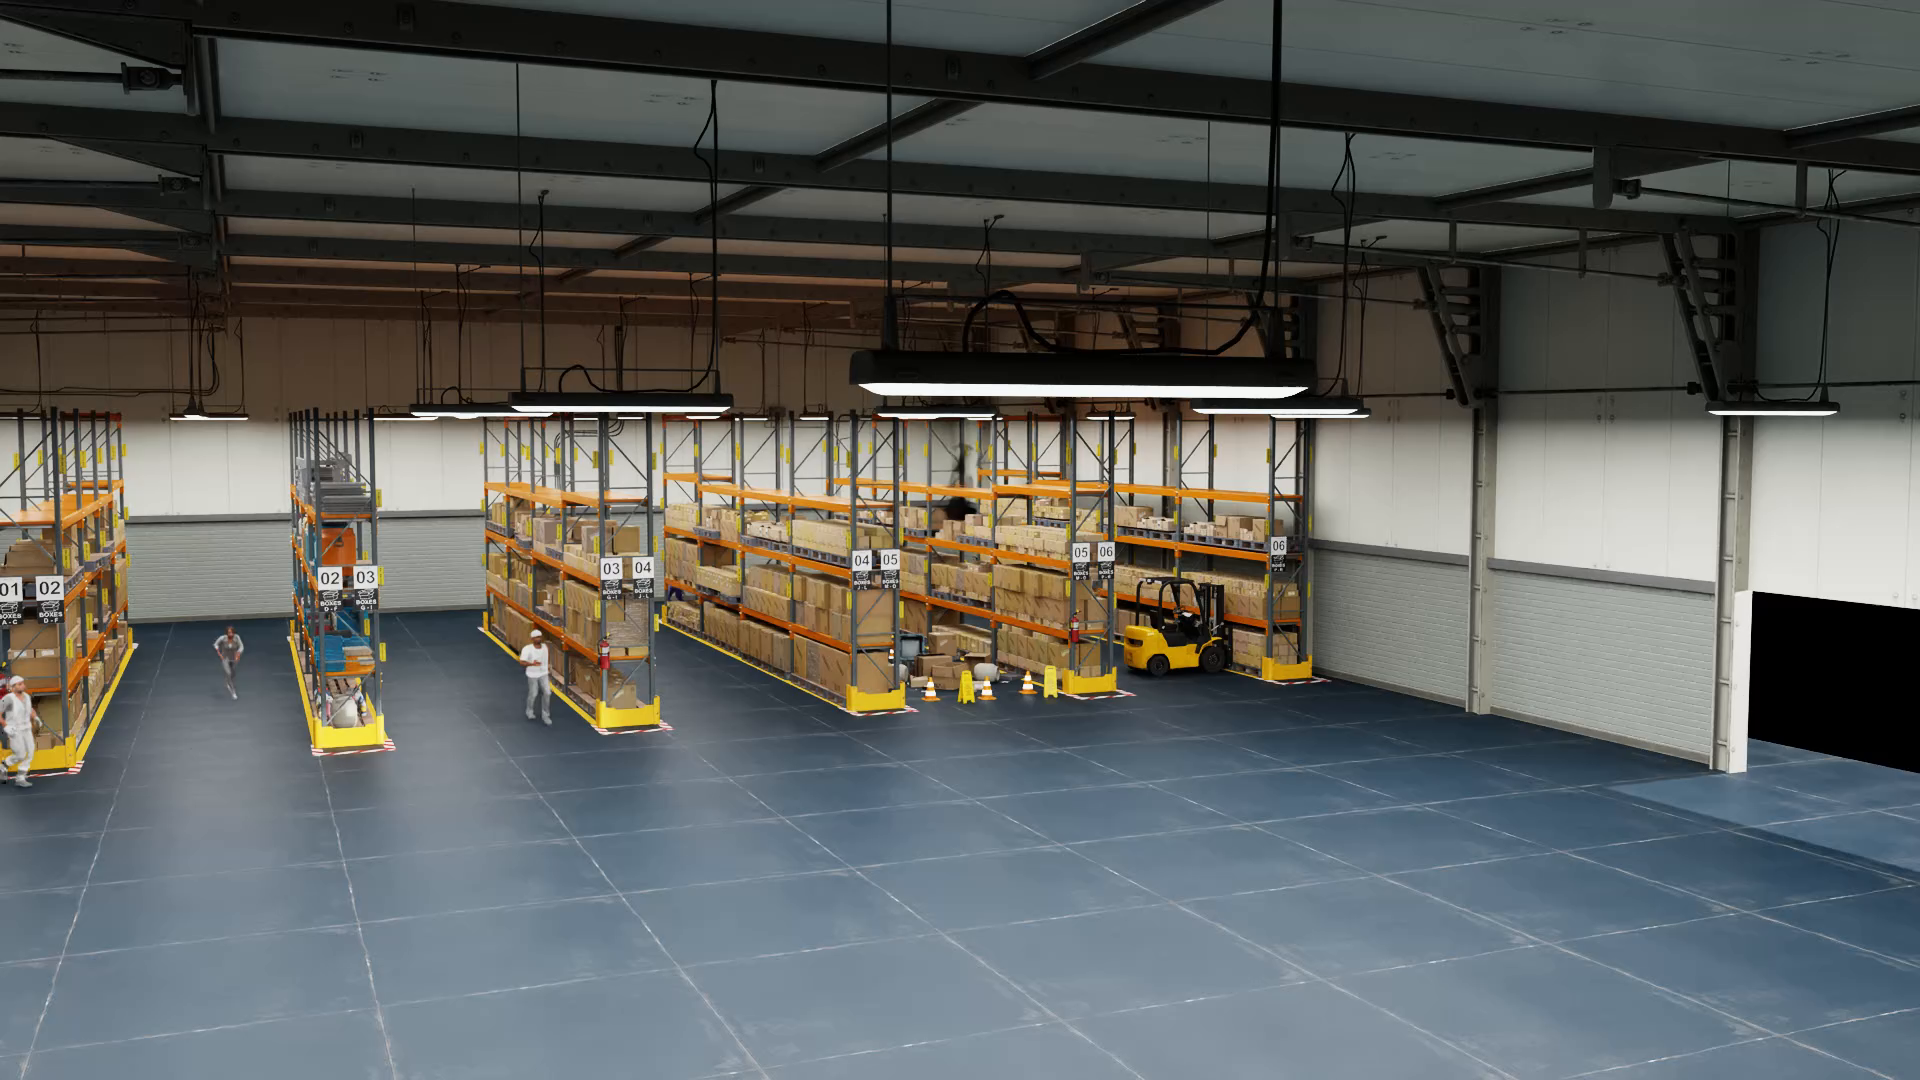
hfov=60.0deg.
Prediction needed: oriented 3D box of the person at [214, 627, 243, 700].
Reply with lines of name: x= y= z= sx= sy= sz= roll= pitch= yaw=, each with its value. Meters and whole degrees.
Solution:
person: x=-15.293 y=2.544 z=34.791 sx=0.557 sy=1.549 sz=0.893 roll=-2 pitch=4 yaw=-26

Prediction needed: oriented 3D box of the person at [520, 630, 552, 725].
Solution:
person: x=-8.088 y=2.616 z=31.745 sx=0.675 sy=1.820 sz=0.779 roll=-3 pitch=5 yaw=-37

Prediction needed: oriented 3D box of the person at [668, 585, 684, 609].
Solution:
person: x=-8.478 y=1.443 z=49.519 sx=0.577 sy=1.713 sz=0.749 roll=2 pitch=5 yaw=30

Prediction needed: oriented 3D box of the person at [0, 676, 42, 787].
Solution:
person: x=-14.865 y=3.013 z=26.250 sx=0.545 sy=1.756 sz=0.679 roll=1 pitch=4 yaw=16
